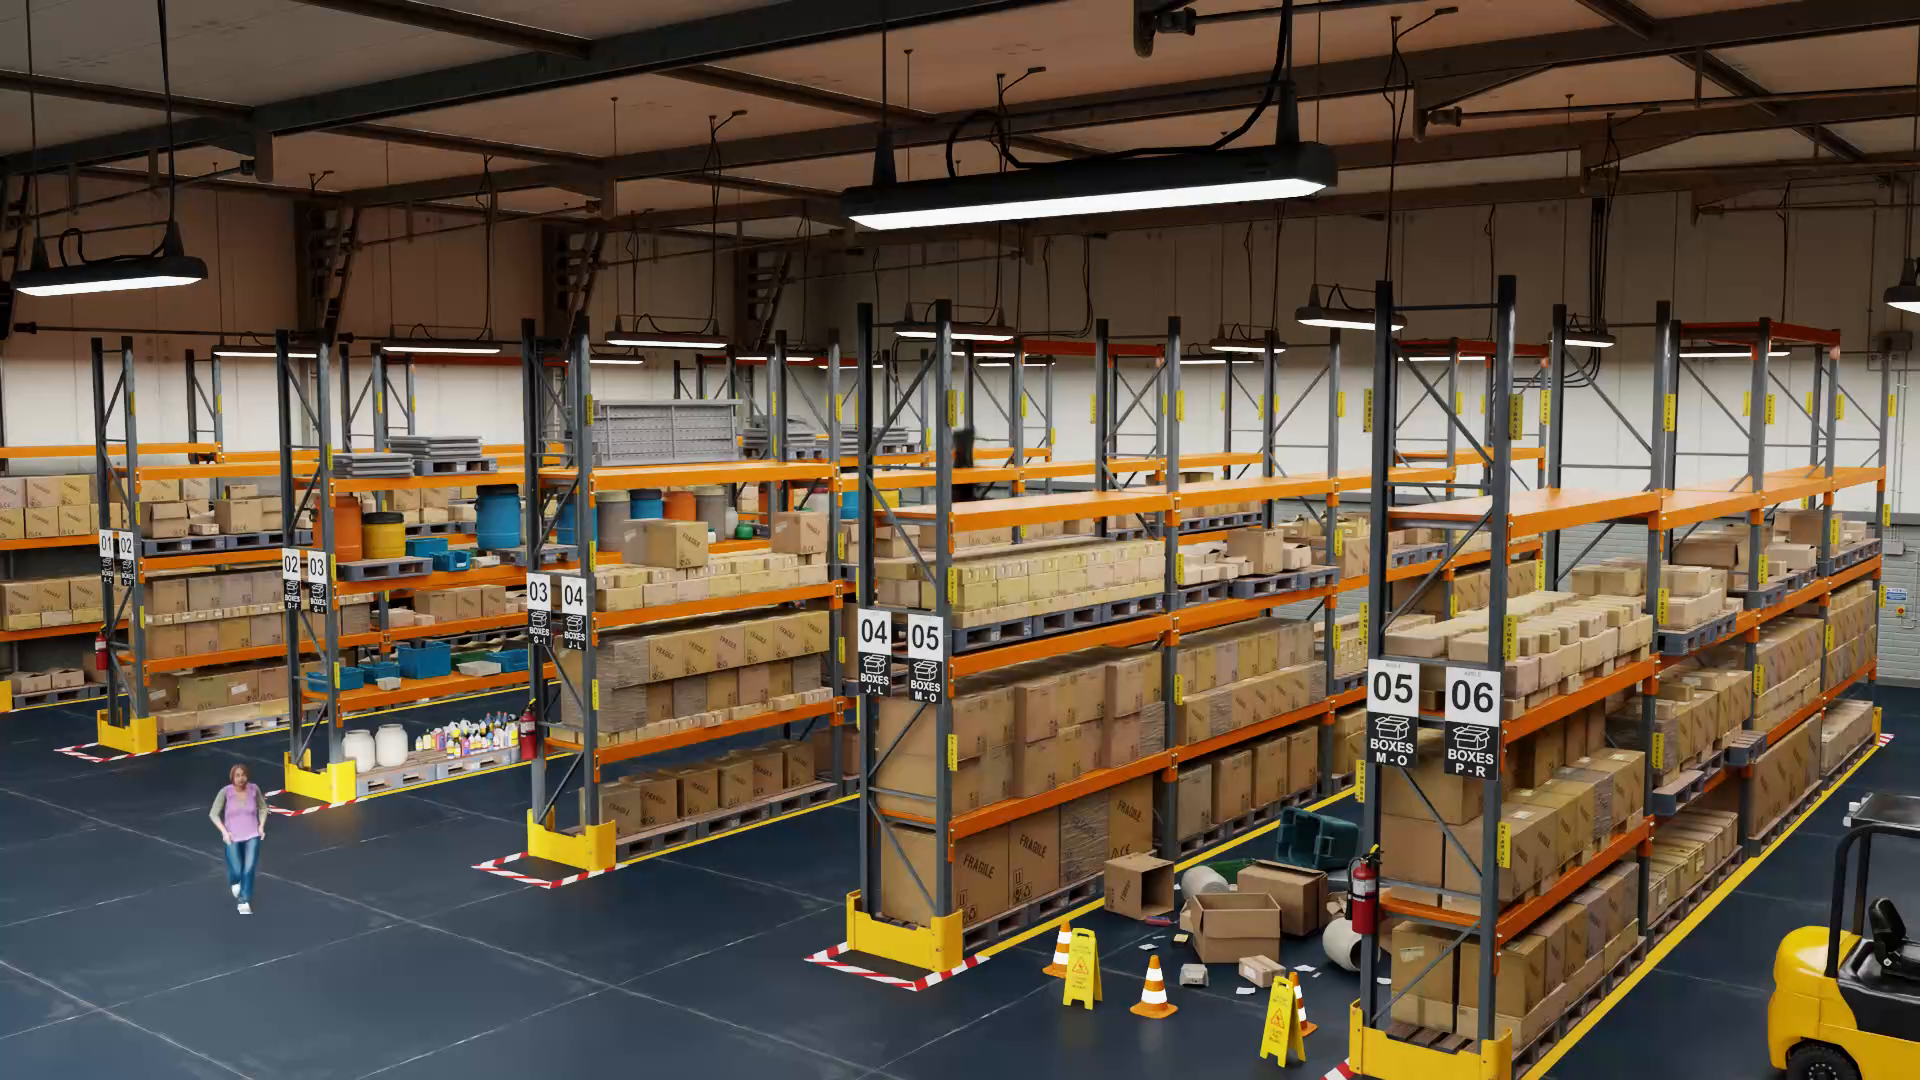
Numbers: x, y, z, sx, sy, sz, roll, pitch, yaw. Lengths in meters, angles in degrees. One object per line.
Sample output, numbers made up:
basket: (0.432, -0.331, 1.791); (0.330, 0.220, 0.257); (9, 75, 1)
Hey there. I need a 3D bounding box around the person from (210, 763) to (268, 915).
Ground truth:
person: (-7.205, 2.964, 16.631); (0.540, 1.535, 0.580); (-3, 6, -30)
